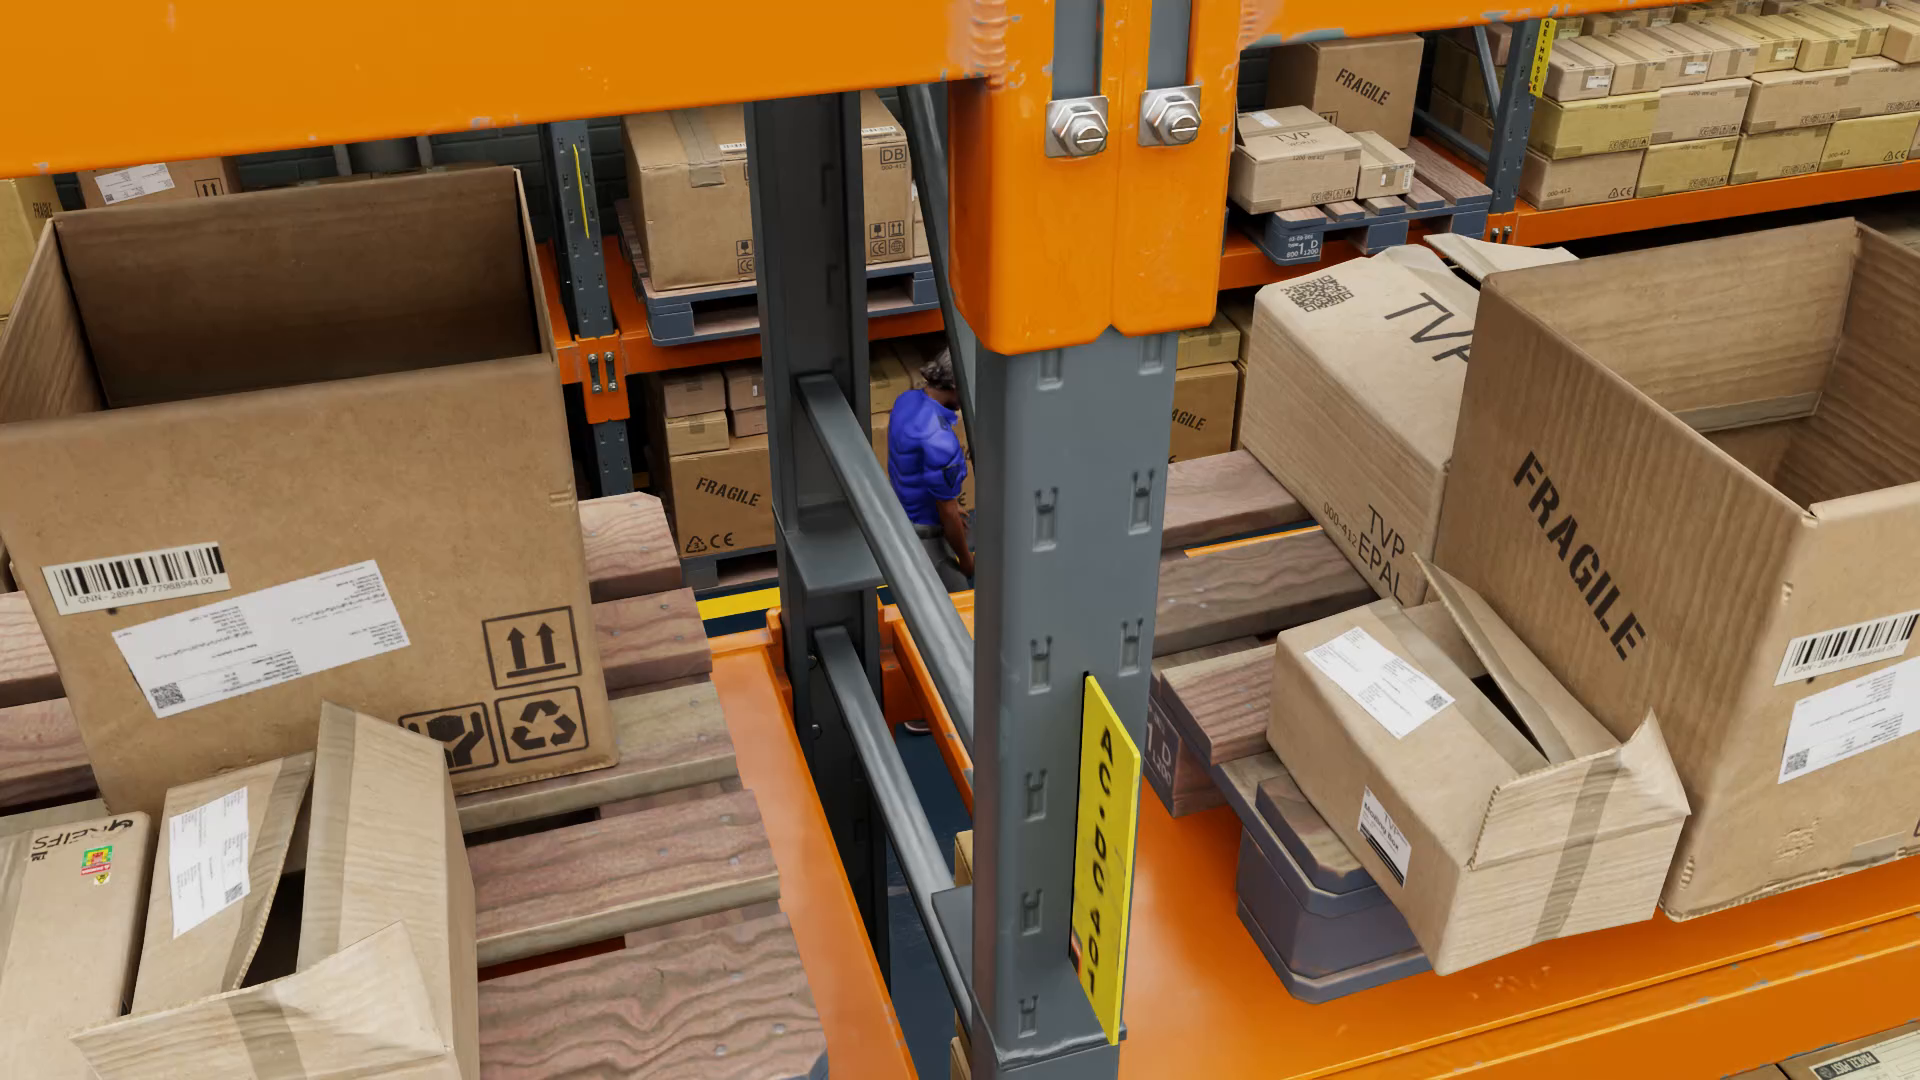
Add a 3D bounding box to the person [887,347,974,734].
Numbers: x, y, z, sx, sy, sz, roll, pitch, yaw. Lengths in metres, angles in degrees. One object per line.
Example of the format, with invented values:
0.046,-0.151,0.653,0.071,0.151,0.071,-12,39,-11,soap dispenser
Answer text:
-0.113,-0.004,6.240,0.430,1.575,0.469,-9,35,-13,person
